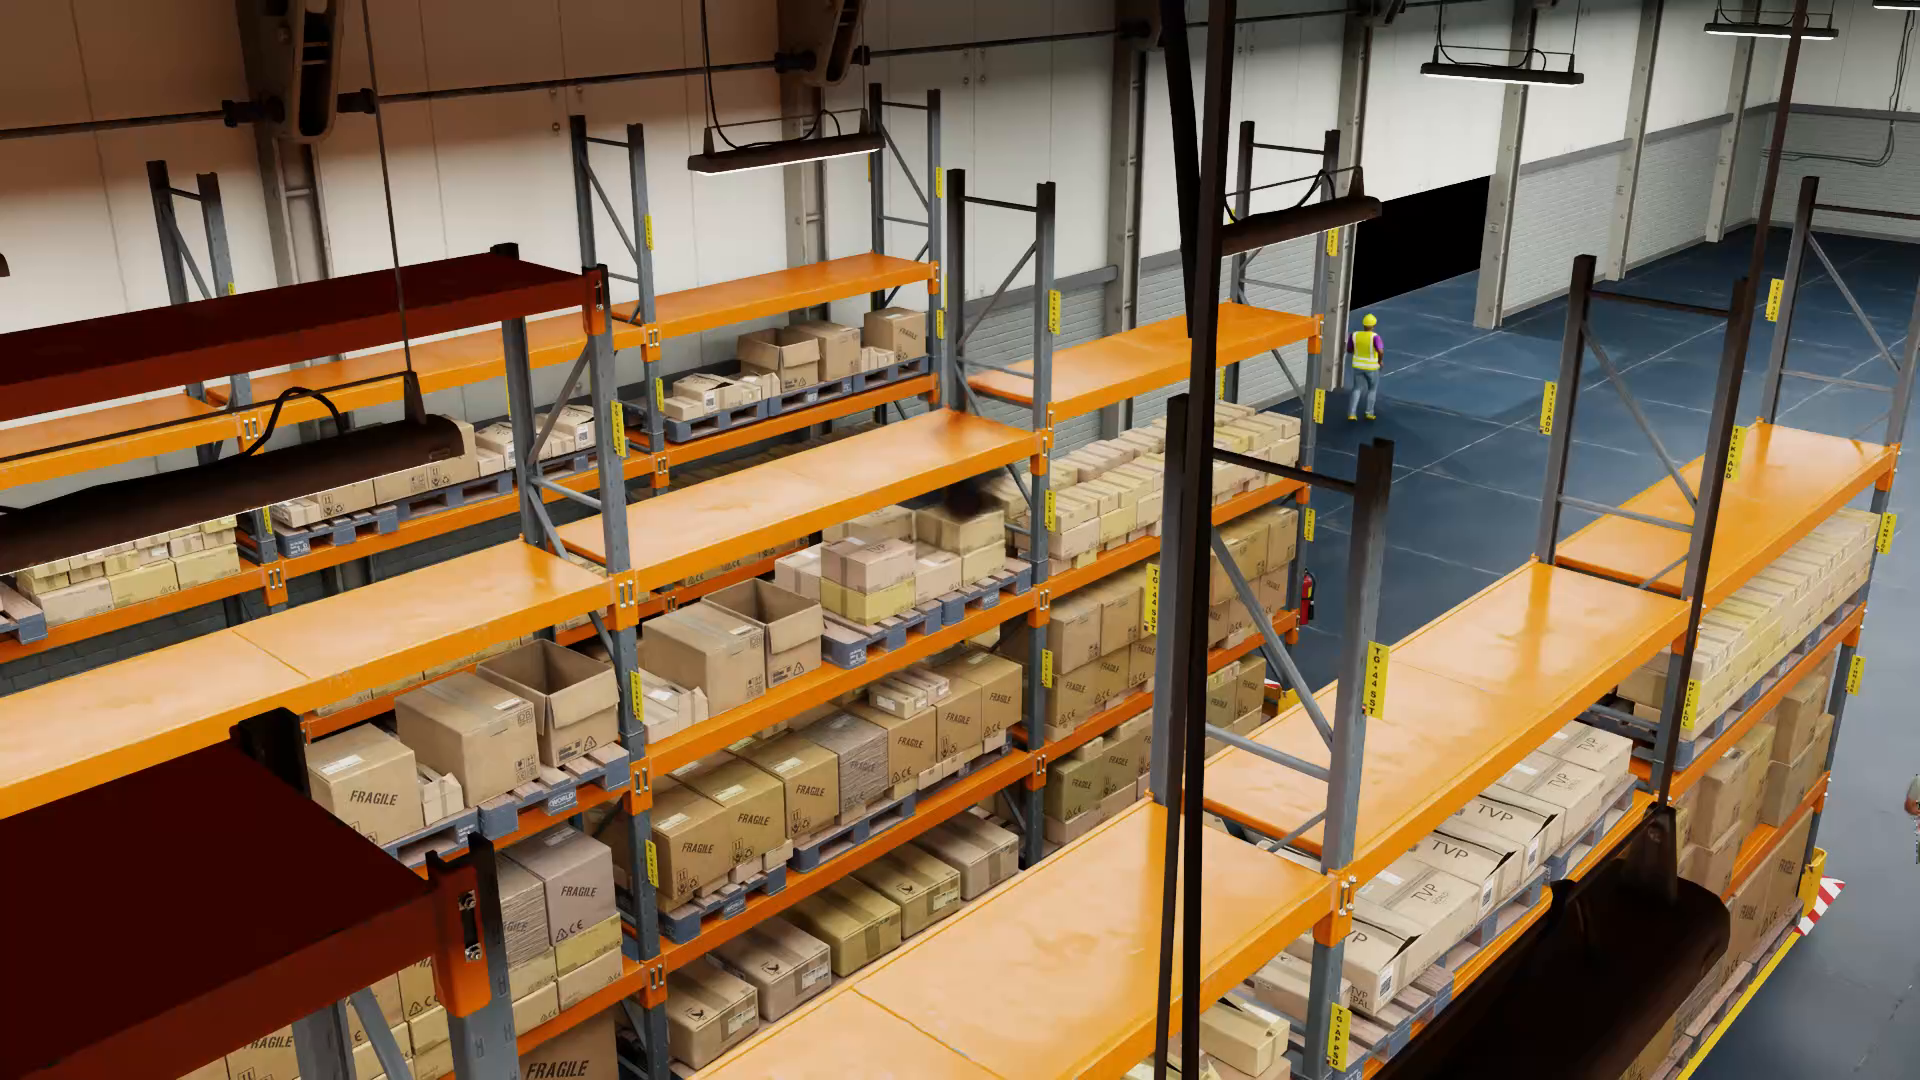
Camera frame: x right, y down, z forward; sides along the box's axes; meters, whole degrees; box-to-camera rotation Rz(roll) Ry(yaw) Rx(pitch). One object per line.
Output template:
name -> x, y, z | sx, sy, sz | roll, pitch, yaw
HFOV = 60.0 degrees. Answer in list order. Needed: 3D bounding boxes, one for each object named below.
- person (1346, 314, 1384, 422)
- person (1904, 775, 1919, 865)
person -> 6.469, -2.723, 26.538 | 0.686, 1.798, 0.848 | 12, 24, 29
person -> 7.980, 2.406, 13.460 | 0.722, 1.745, 0.747 | 6, 22, 15
